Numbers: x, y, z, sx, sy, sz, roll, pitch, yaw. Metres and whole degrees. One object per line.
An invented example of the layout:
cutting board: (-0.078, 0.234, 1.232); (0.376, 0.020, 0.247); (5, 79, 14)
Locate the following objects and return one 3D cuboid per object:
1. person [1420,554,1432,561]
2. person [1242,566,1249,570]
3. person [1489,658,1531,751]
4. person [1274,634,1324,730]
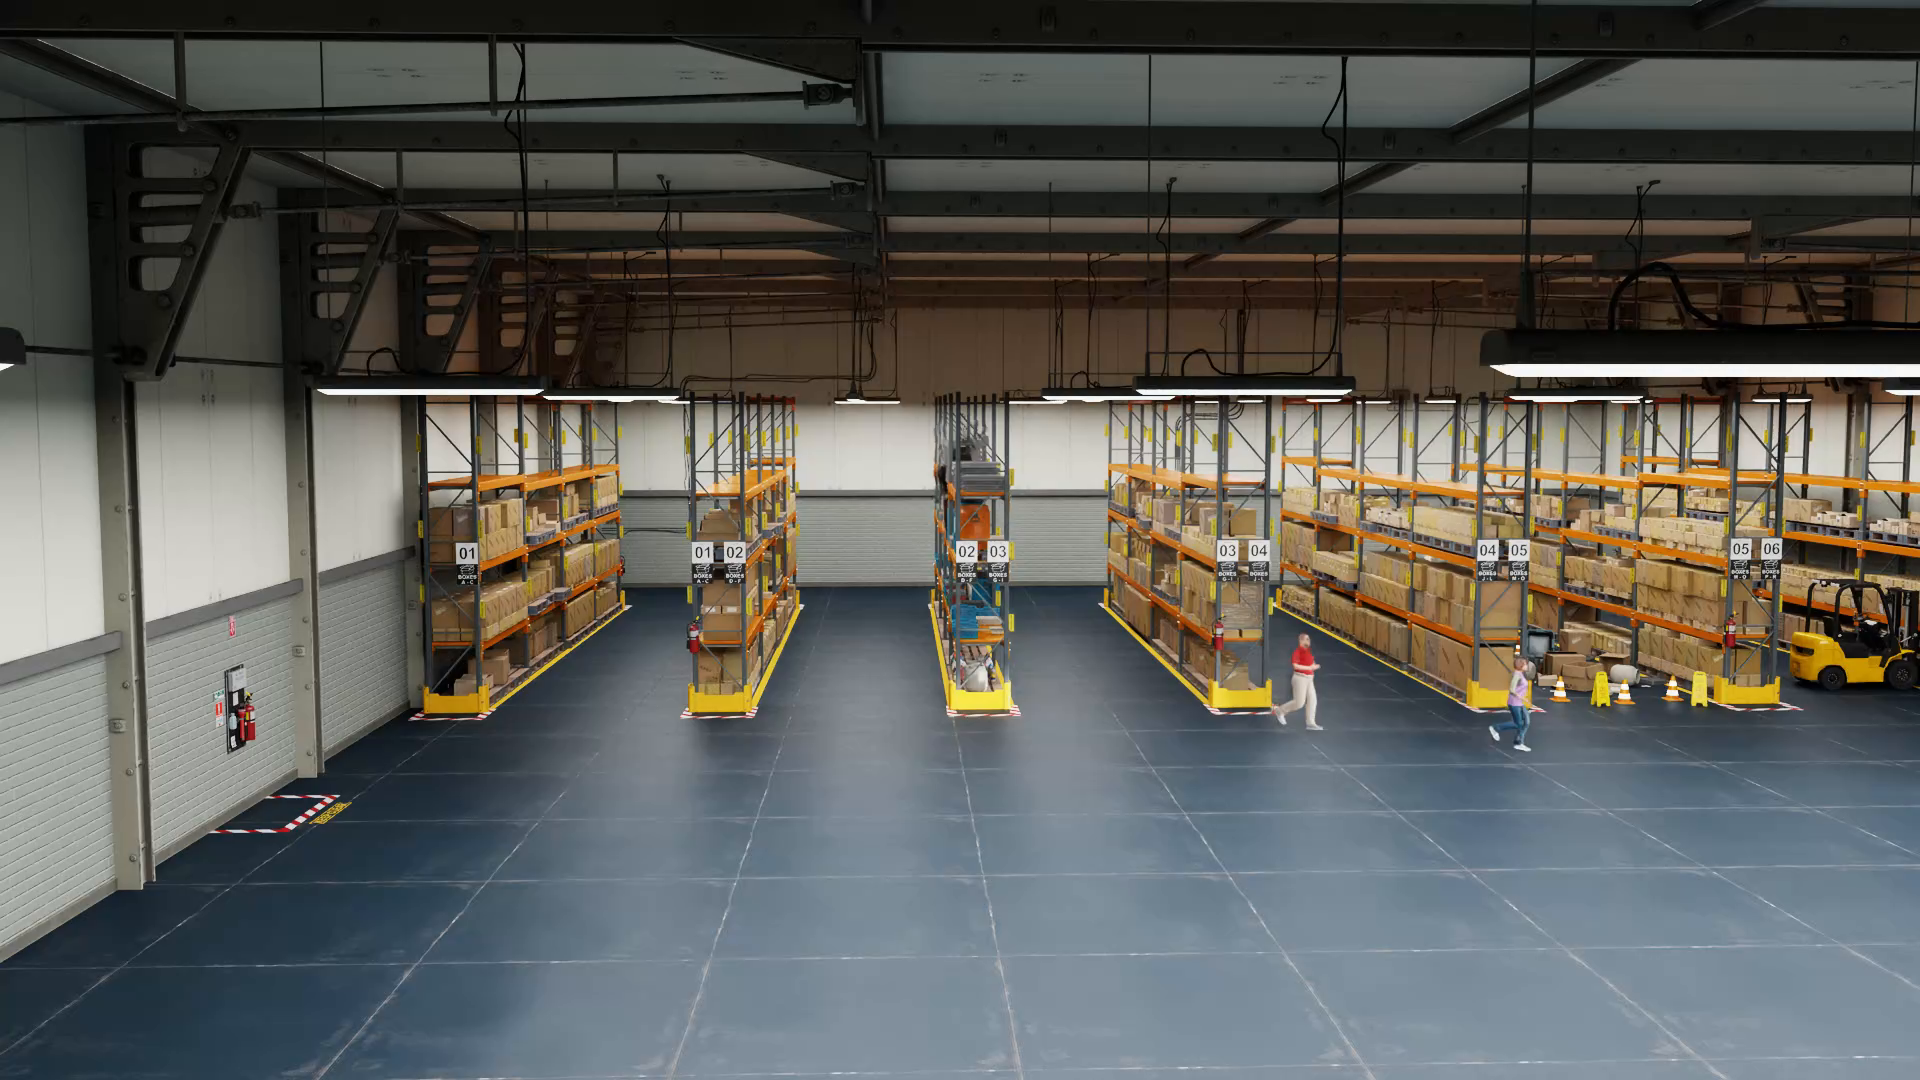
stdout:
person: (13.811, 0.974, 49.356); (0.693, 1.678, 0.666); (0, 5, 5)
person: (7.906, 1.139, 47.224); (0.690, 1.641, 0.865); (0, 5, 6)
person: (9.232, 2.732, 27.748); (0.651, 1.561, 0.526); (2, 5, 28)
person: (6.038, 2.500, 29.441); (0.897, 1.702, 0.669); (3, 6, 37)
